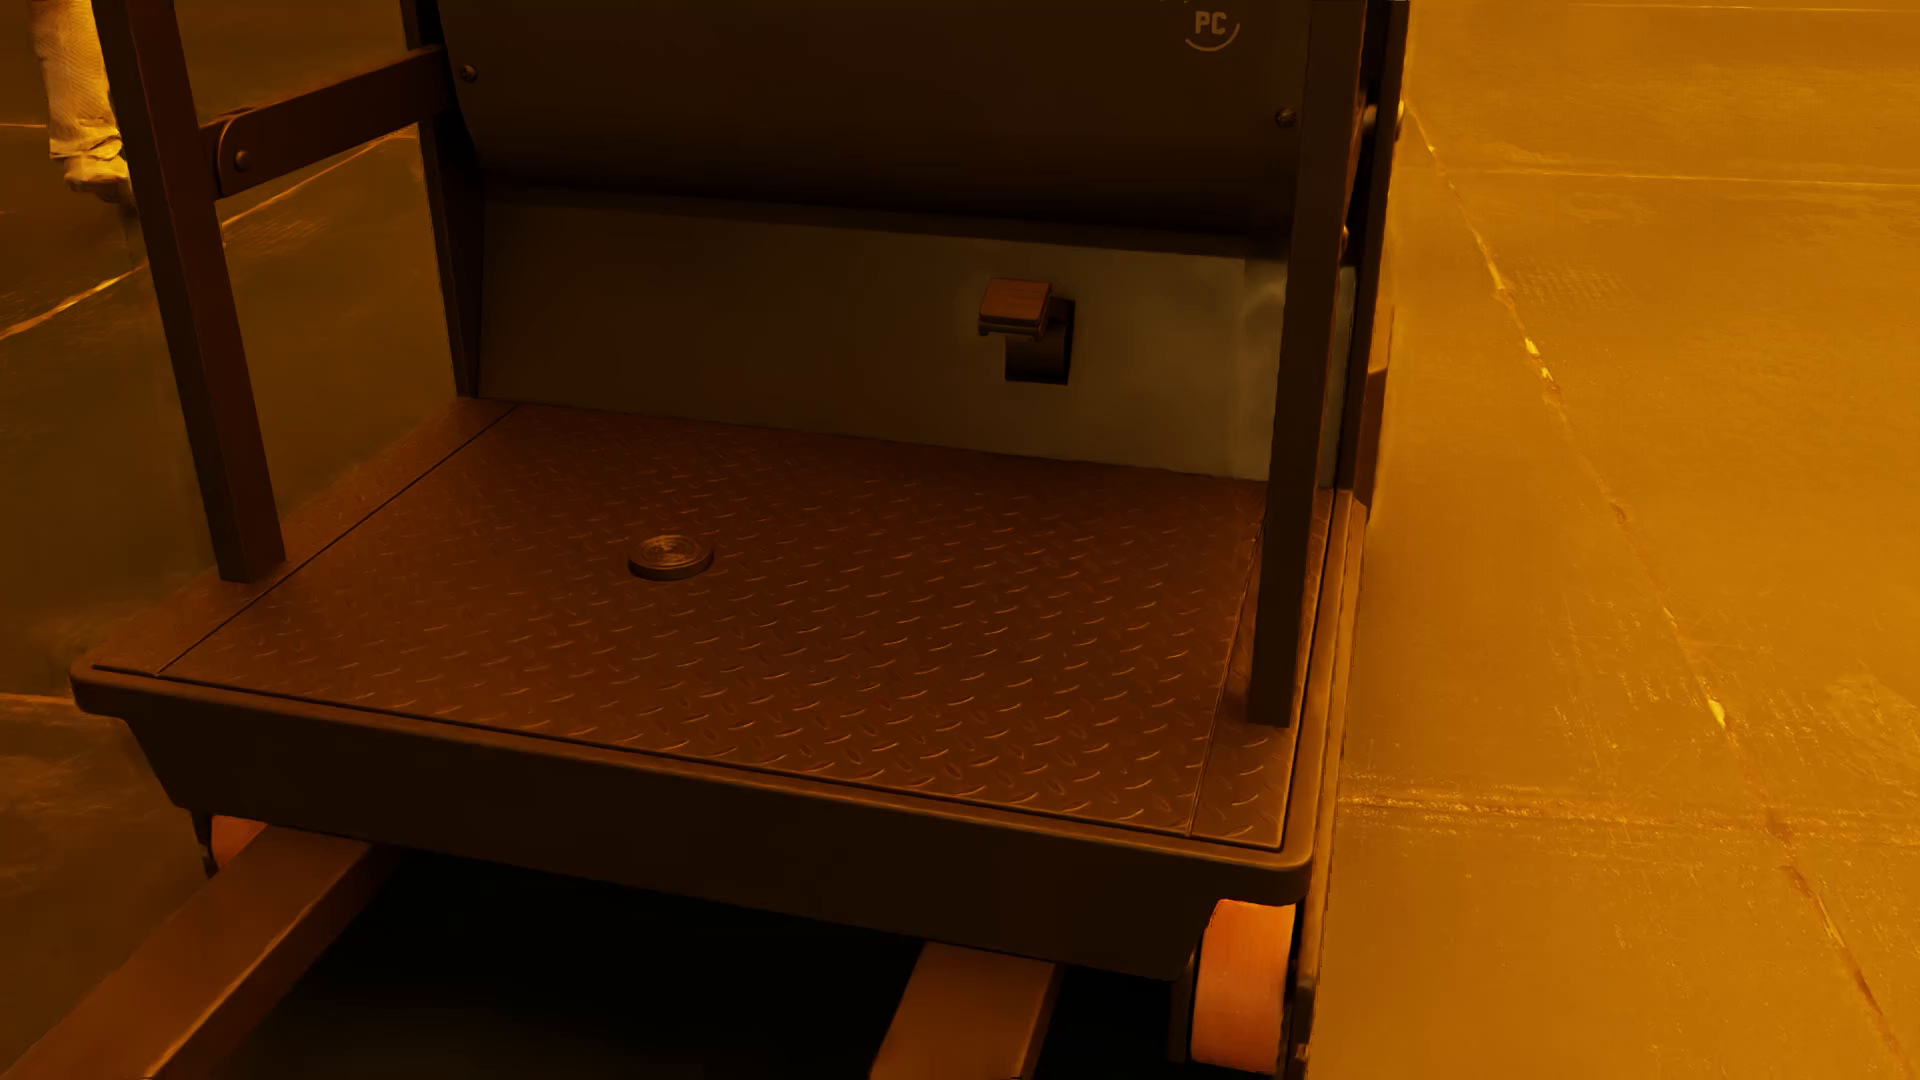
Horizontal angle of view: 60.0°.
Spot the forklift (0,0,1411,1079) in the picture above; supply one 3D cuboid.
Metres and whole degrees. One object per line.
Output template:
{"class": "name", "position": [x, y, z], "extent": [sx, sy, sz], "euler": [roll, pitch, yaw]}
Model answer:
{"class": "forklift", "position": [-0.148, -1.017, 1.254], "extent": [1.130, 2.935, 3.031], "euler": [7, 27, 13]}

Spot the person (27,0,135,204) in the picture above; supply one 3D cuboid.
{"class": "person", "position": [-2.134, -1.381, 3.576], "extent": [0.810, 1.544, 0.774], "euler": [-1, 27, -3]}
